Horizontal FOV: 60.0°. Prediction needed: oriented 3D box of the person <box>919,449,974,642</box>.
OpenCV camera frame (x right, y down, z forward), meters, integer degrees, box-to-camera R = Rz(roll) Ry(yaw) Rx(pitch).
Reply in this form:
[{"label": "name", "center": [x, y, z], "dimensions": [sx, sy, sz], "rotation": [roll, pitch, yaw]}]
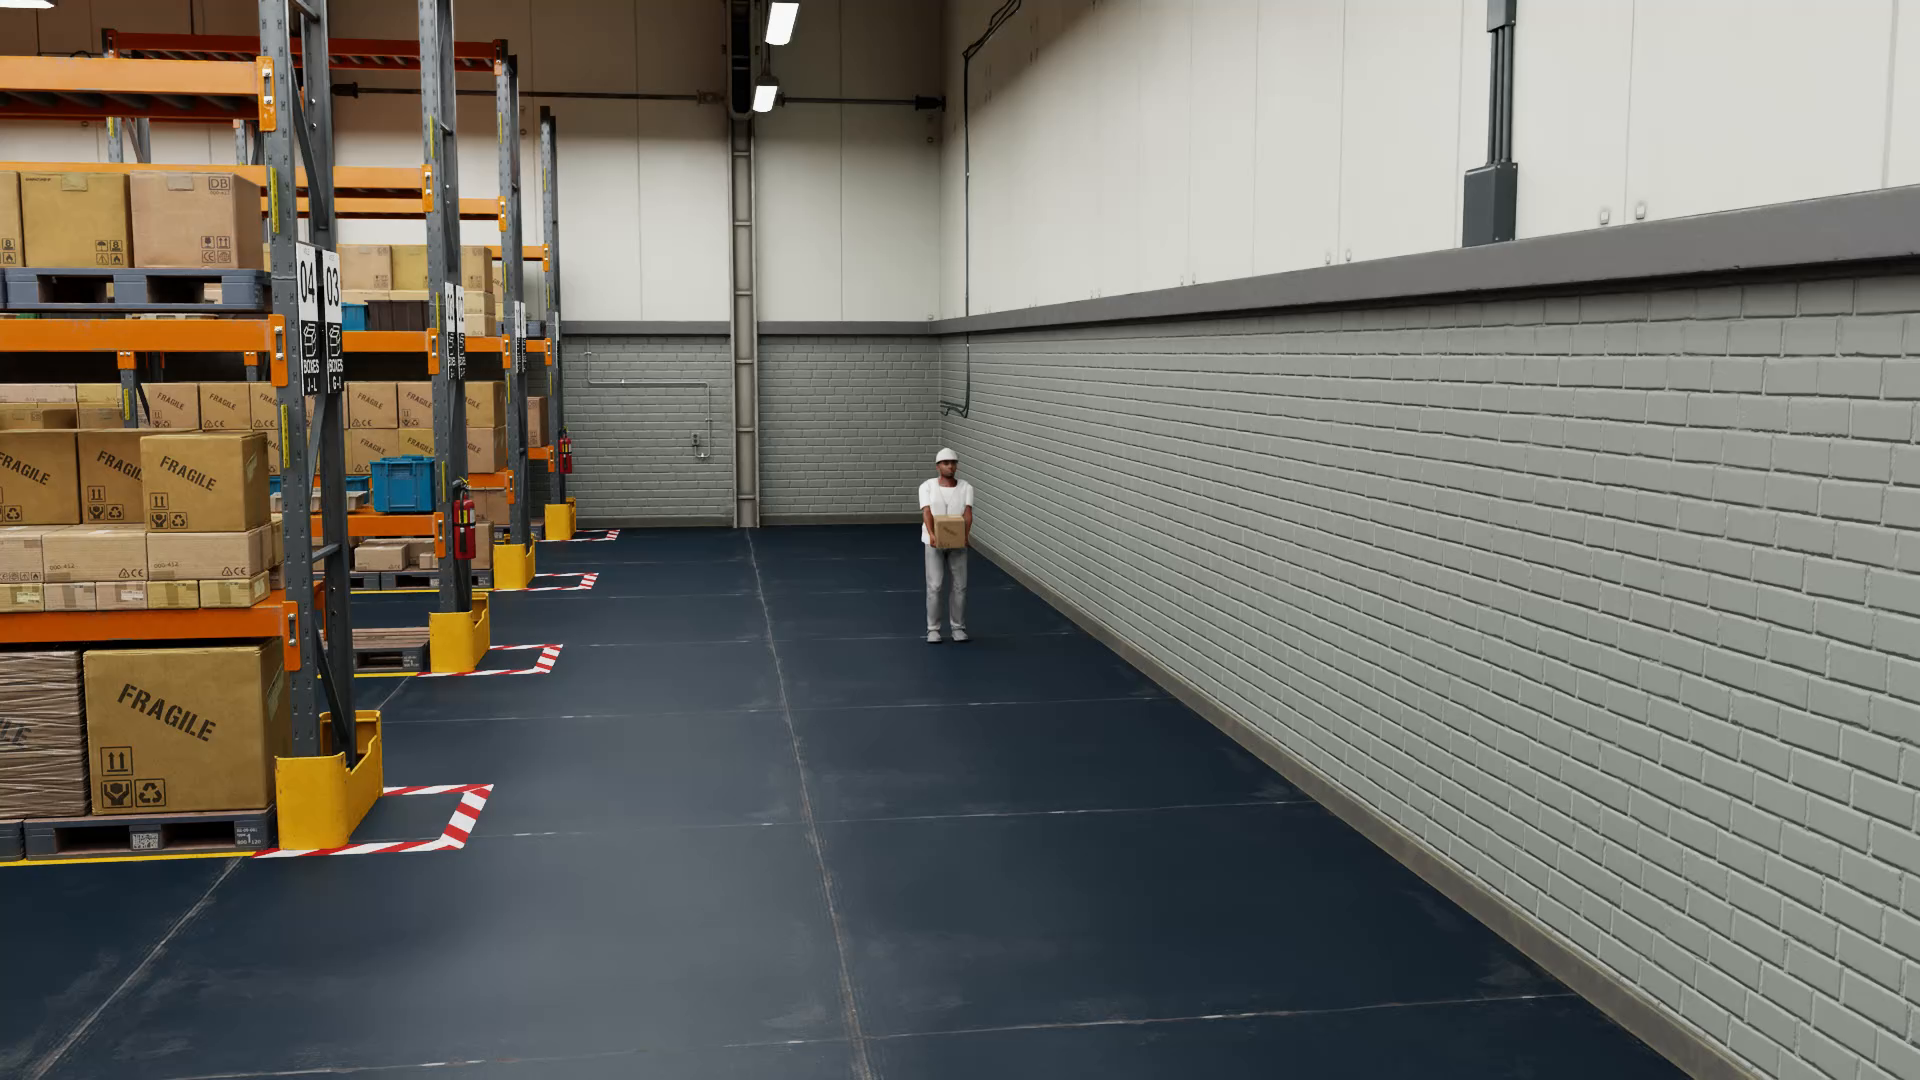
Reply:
[{"label": "person", "center": [-0.107, 0.054, 15.166], "dimensions": [0.503, 1.758, 0.577], "rotation": [-1, 7, -8]}]
